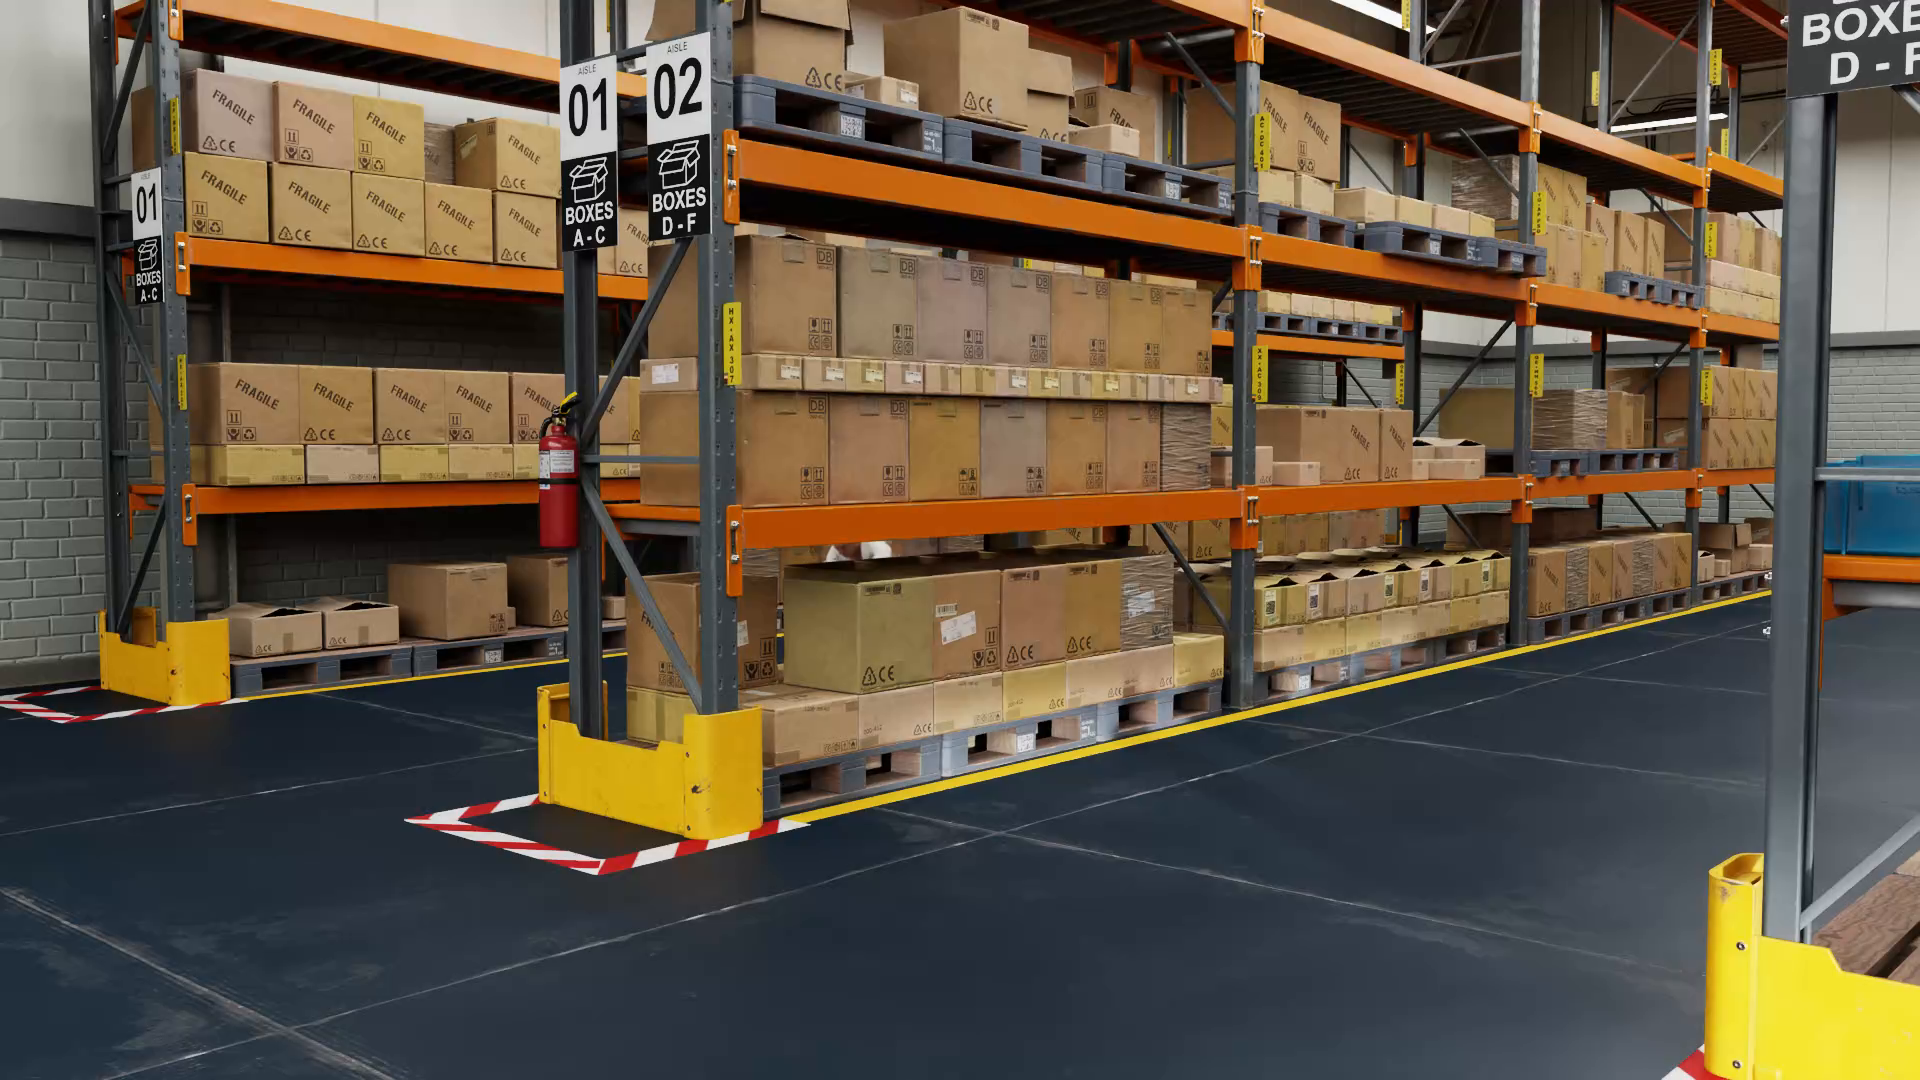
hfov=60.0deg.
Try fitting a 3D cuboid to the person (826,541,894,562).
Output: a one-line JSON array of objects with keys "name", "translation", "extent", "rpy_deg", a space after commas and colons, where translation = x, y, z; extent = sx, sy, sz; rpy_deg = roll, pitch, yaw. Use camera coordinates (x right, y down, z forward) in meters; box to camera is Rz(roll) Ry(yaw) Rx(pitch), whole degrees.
[{"name": "person", "translation": [-0.739, 0.356, 12.289], "extent": [0.586, 1.004, 0.918], "rpy_deg": [3, 5, 40]}]
